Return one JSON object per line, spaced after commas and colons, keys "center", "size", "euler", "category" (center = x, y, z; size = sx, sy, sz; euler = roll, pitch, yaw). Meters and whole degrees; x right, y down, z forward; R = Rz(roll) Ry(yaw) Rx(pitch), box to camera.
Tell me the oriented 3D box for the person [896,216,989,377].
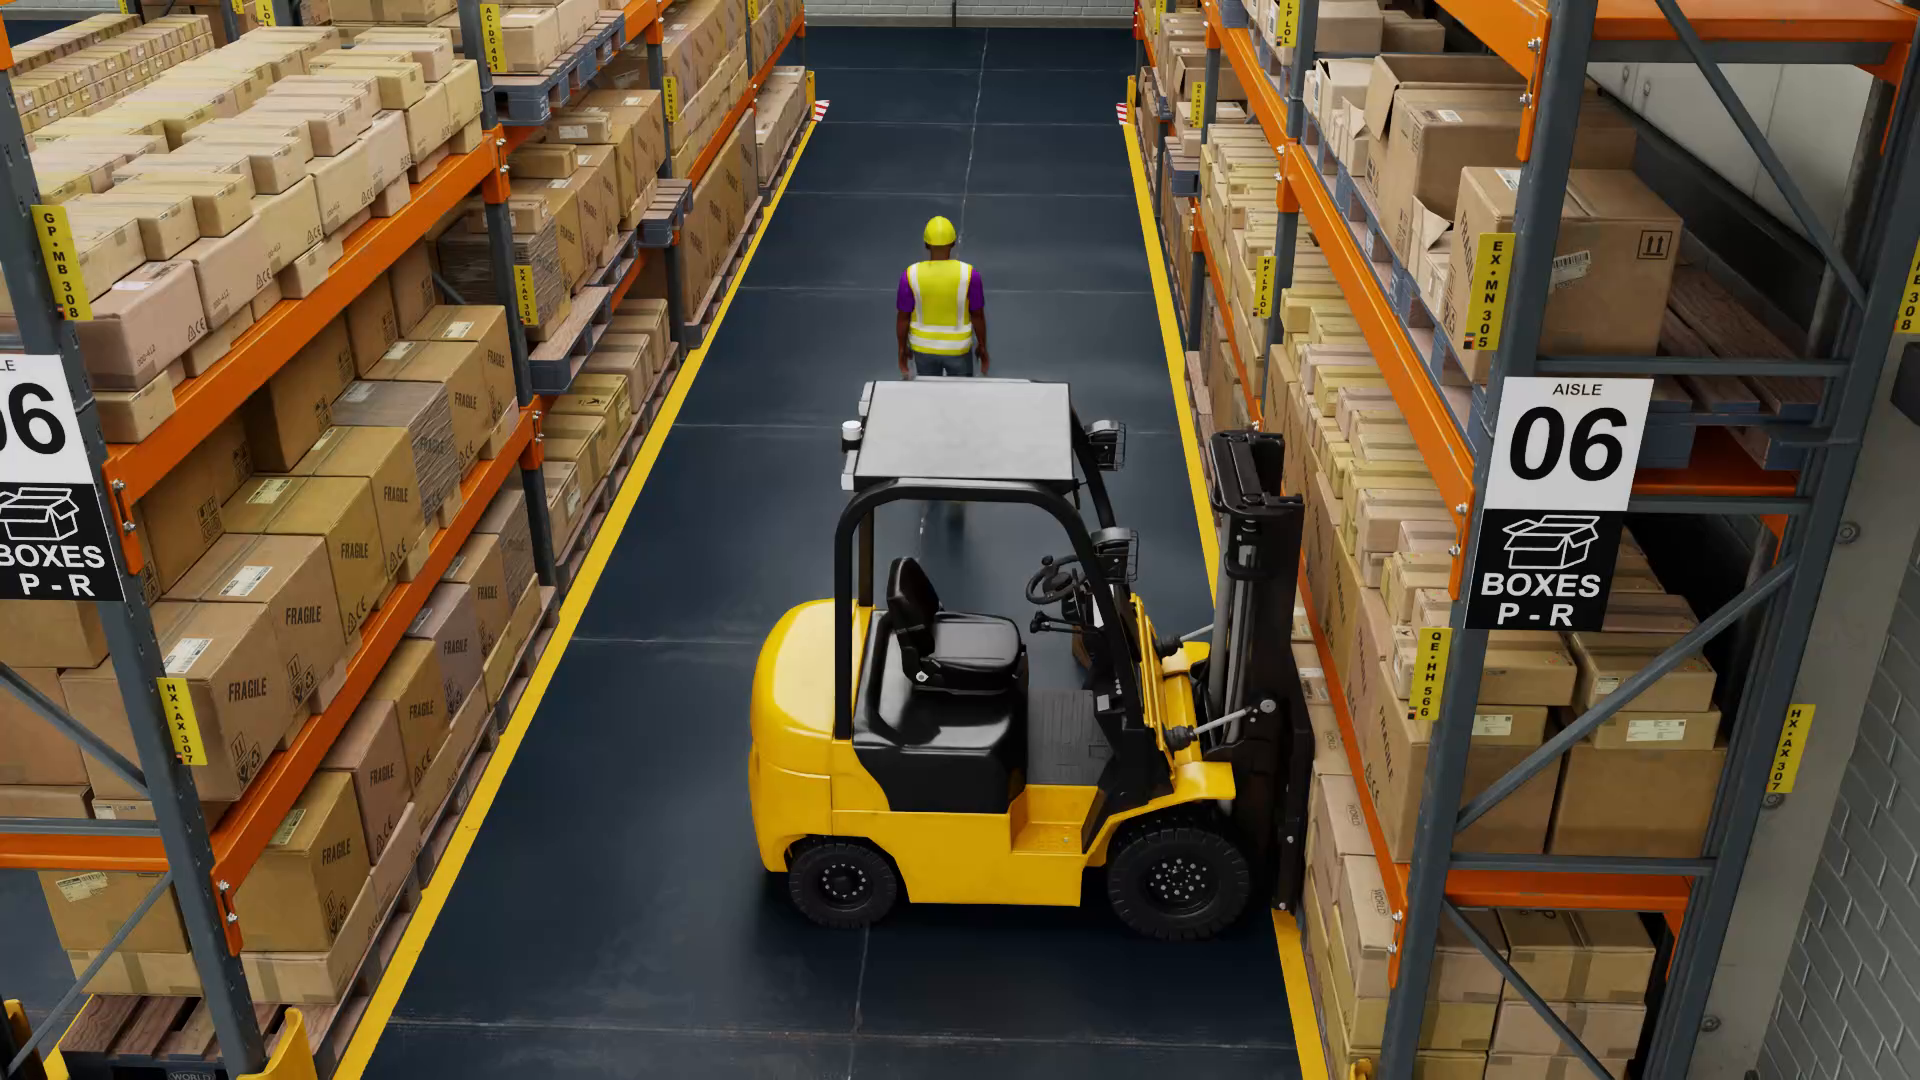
{"center": [-0.110, -1.269, 10.946], "size": [0.609, 1.757, 0.563], "euler": [2, 28, 3], "category": "person"}
